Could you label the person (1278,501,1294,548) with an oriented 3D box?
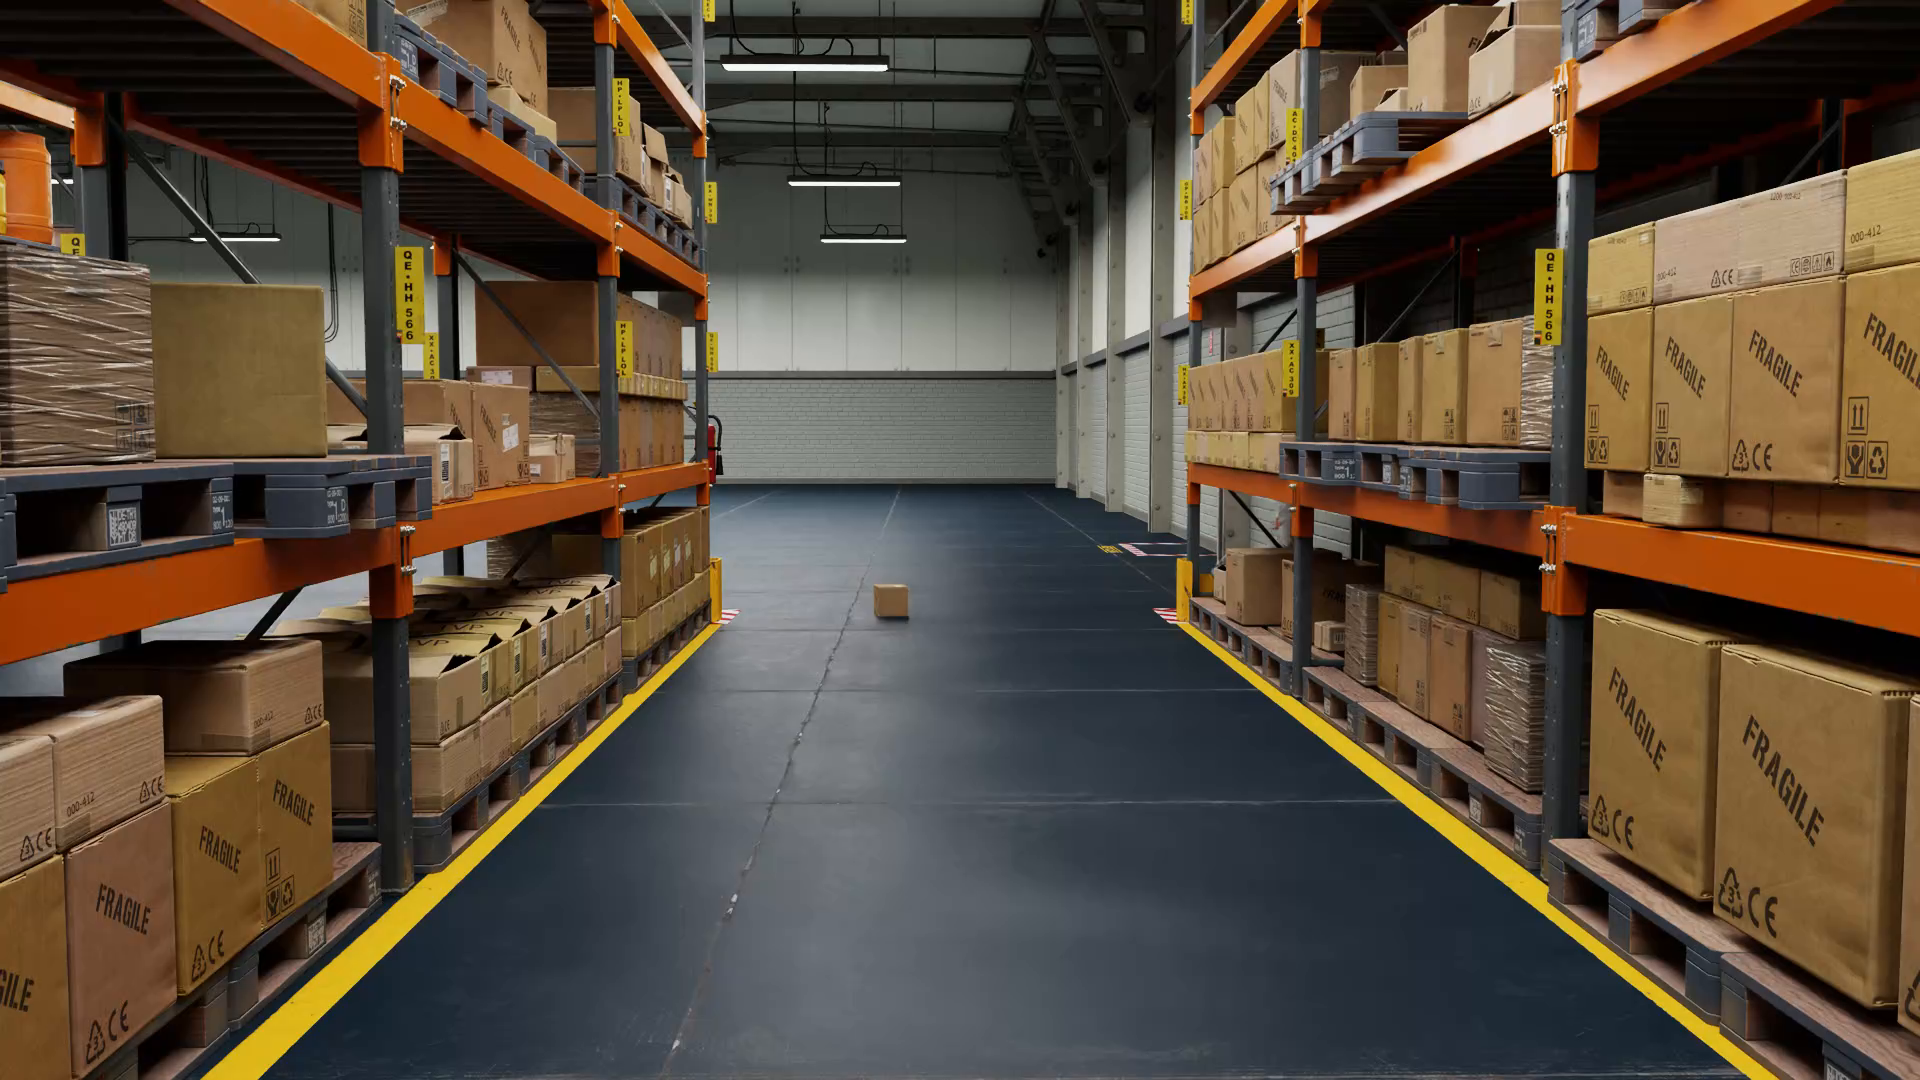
[{"bbox_3d":[2.988,-0.229,14.985,0.757,1.571,0.421,0,4,2],"label":"person"}]
